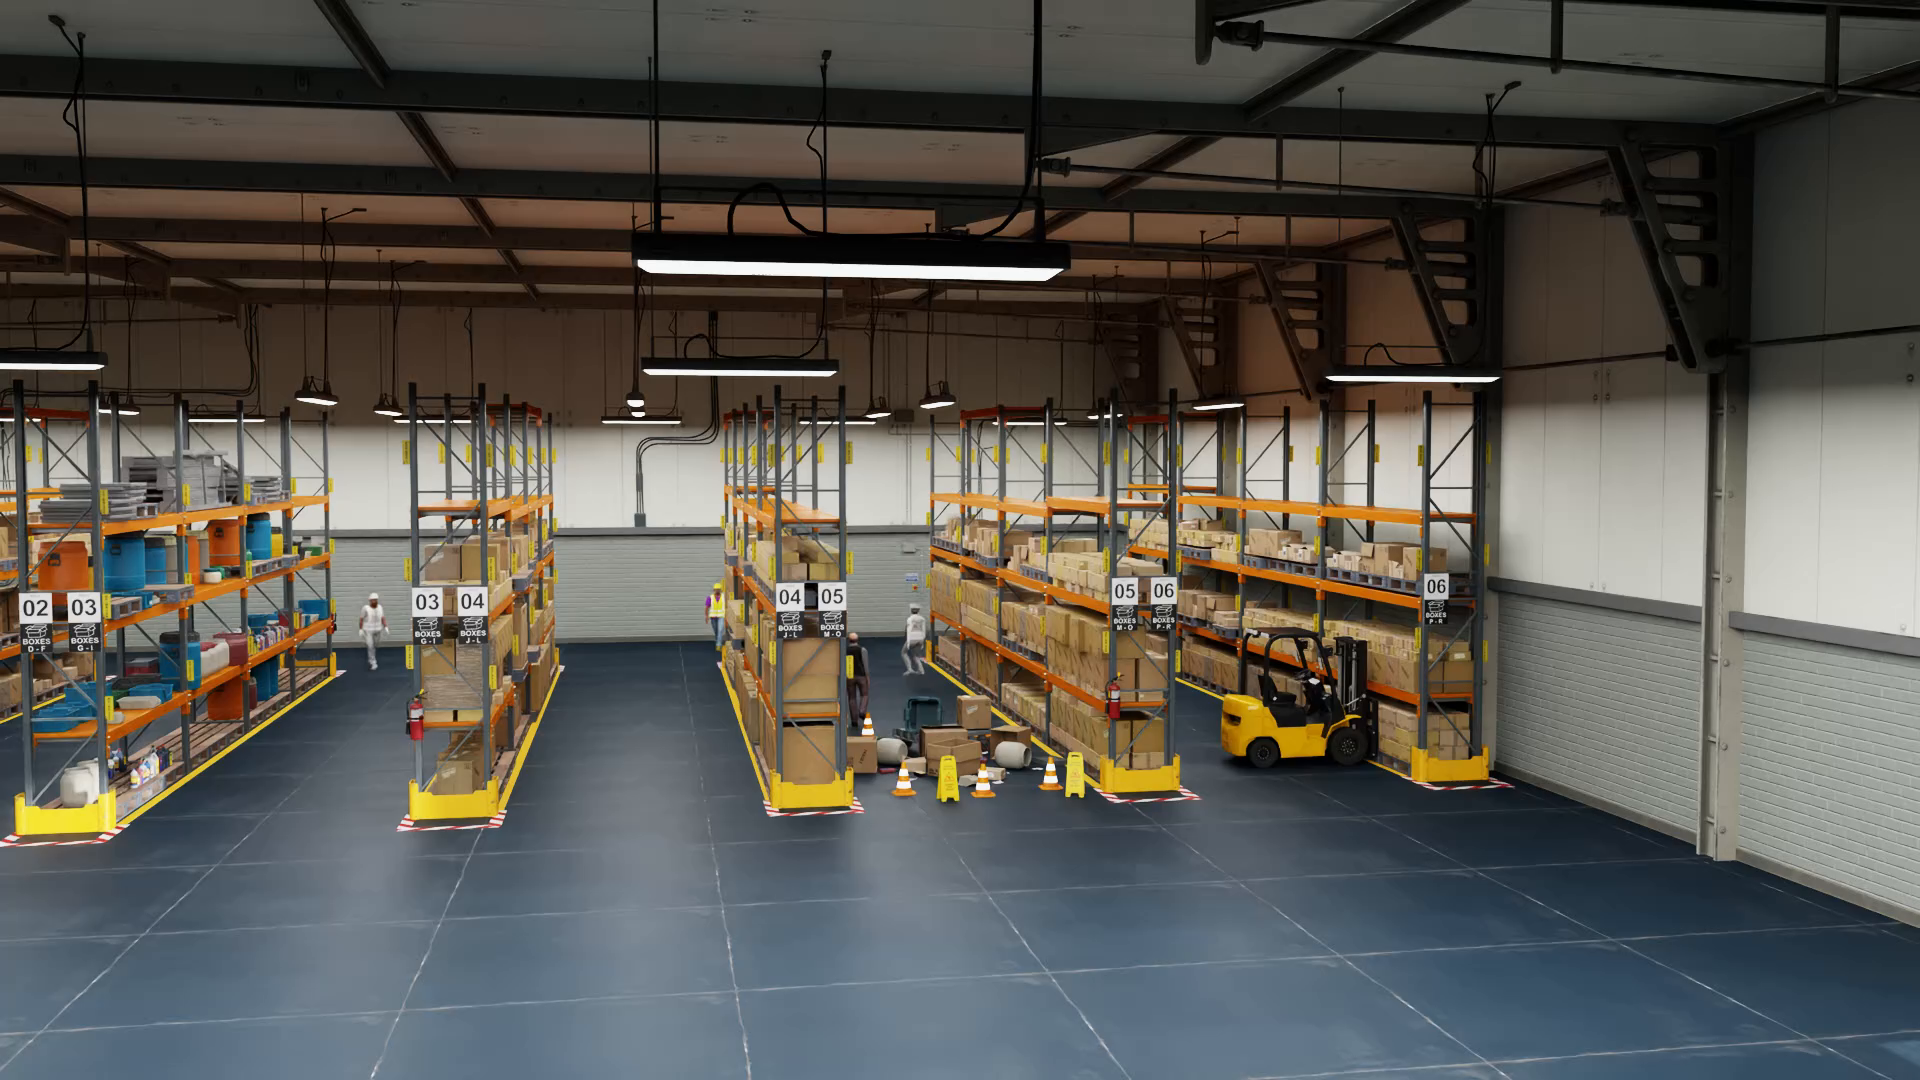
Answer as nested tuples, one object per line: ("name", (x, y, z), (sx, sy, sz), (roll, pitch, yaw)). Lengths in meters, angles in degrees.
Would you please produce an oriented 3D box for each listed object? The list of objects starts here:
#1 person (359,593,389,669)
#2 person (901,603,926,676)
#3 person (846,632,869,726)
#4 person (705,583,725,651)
("person", (-13.833, 2.125, 39.225), (0.630, 1.734, 1.029), (-2, 4, -40))
("person", (-0.959, 2.161, 35.985), (0.521, 1.599, 0.632), (-2, 3, -34))
("person", (-1.947, 2.575, 30.833), (0.579, 1.711, 0.478), (0, 3, -2))
("person", (-6.261, 1.964, 42.608), (0.556, 1.692, 1.054), (0, 3, 8))
